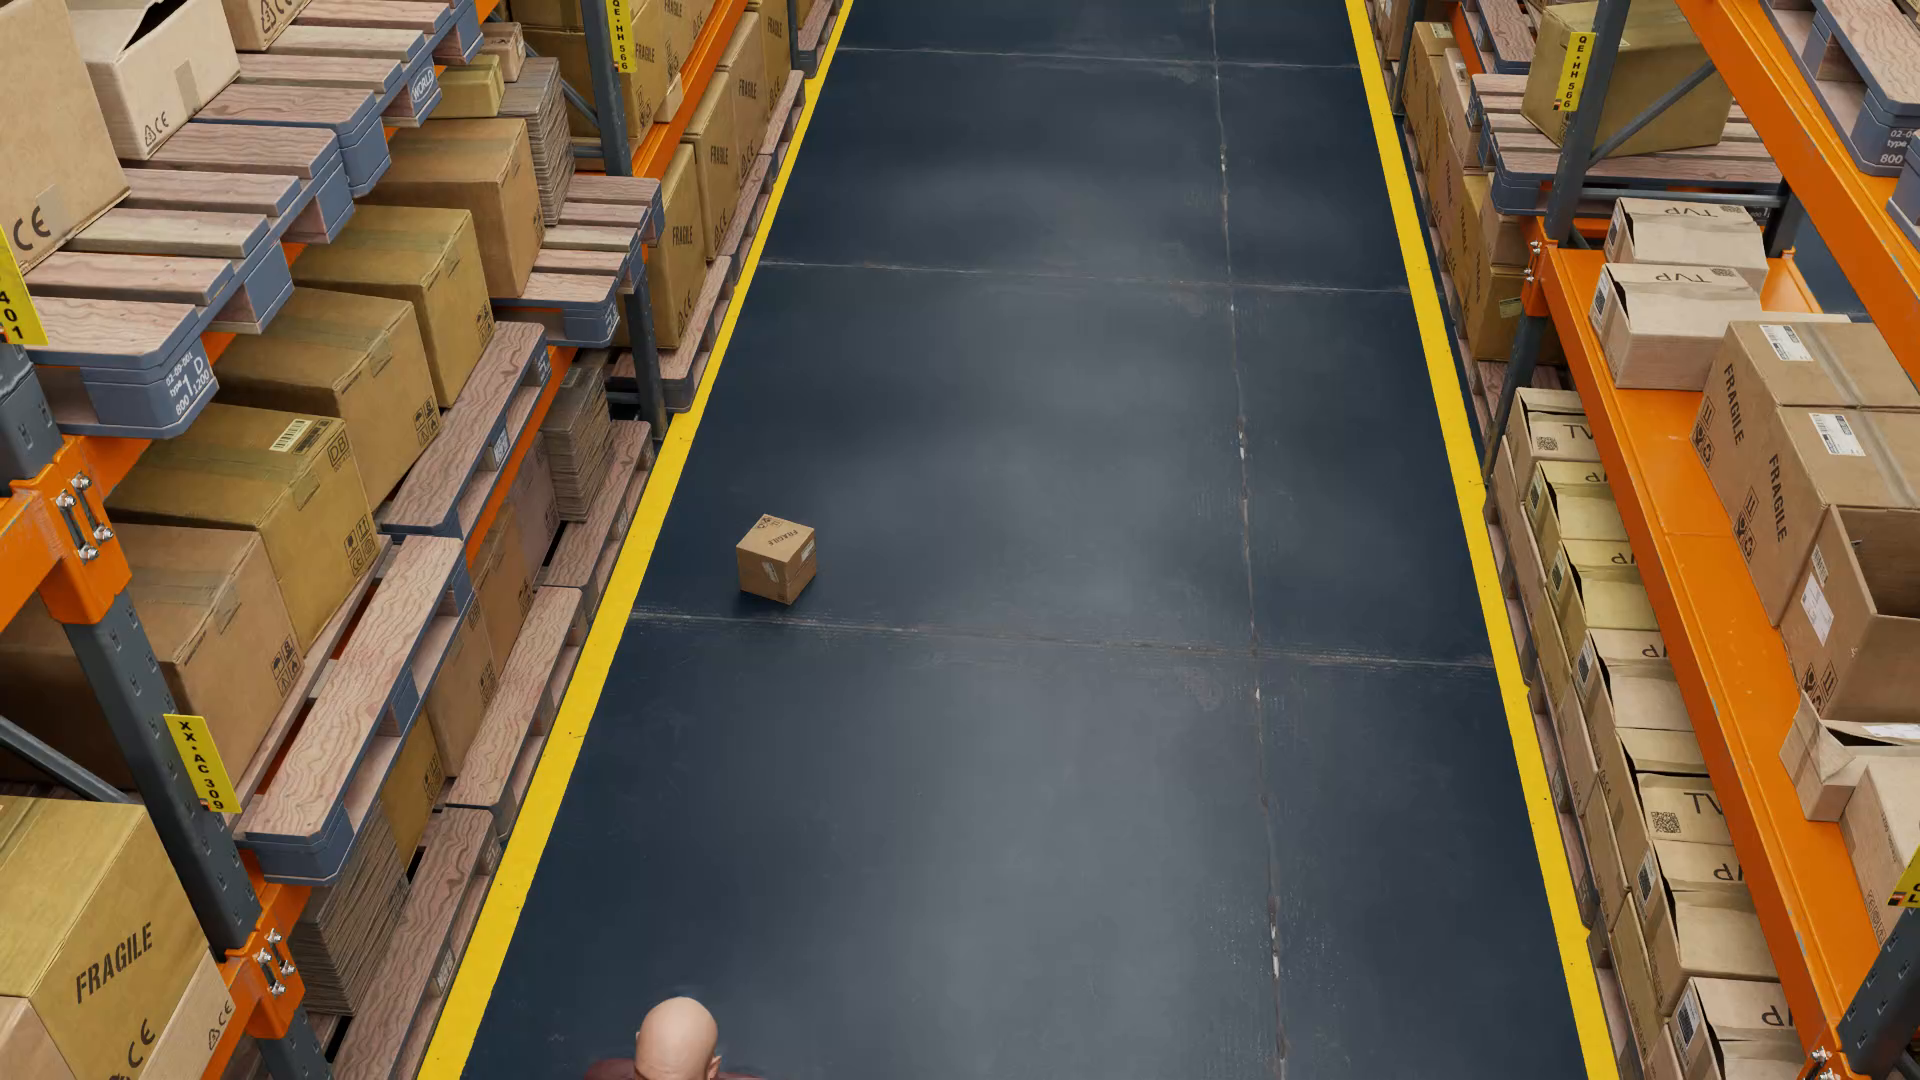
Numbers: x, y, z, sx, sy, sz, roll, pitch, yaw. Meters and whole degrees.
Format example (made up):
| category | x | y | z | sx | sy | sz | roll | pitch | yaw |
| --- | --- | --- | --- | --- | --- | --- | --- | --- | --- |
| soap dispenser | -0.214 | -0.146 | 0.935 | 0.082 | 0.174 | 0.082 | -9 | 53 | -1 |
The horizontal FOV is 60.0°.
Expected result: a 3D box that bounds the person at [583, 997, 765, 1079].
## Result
| category | x | y | z | sx | sy | sz | roll | pitch | yaw |
| --- | --- | --- | --- | --- | --- | --- | --- | --- | --- |
| person | -0.634 | 1.697 | 4.086 | 0.576 | 1.760 | 0.722 | 5 | 40 | 6 |
